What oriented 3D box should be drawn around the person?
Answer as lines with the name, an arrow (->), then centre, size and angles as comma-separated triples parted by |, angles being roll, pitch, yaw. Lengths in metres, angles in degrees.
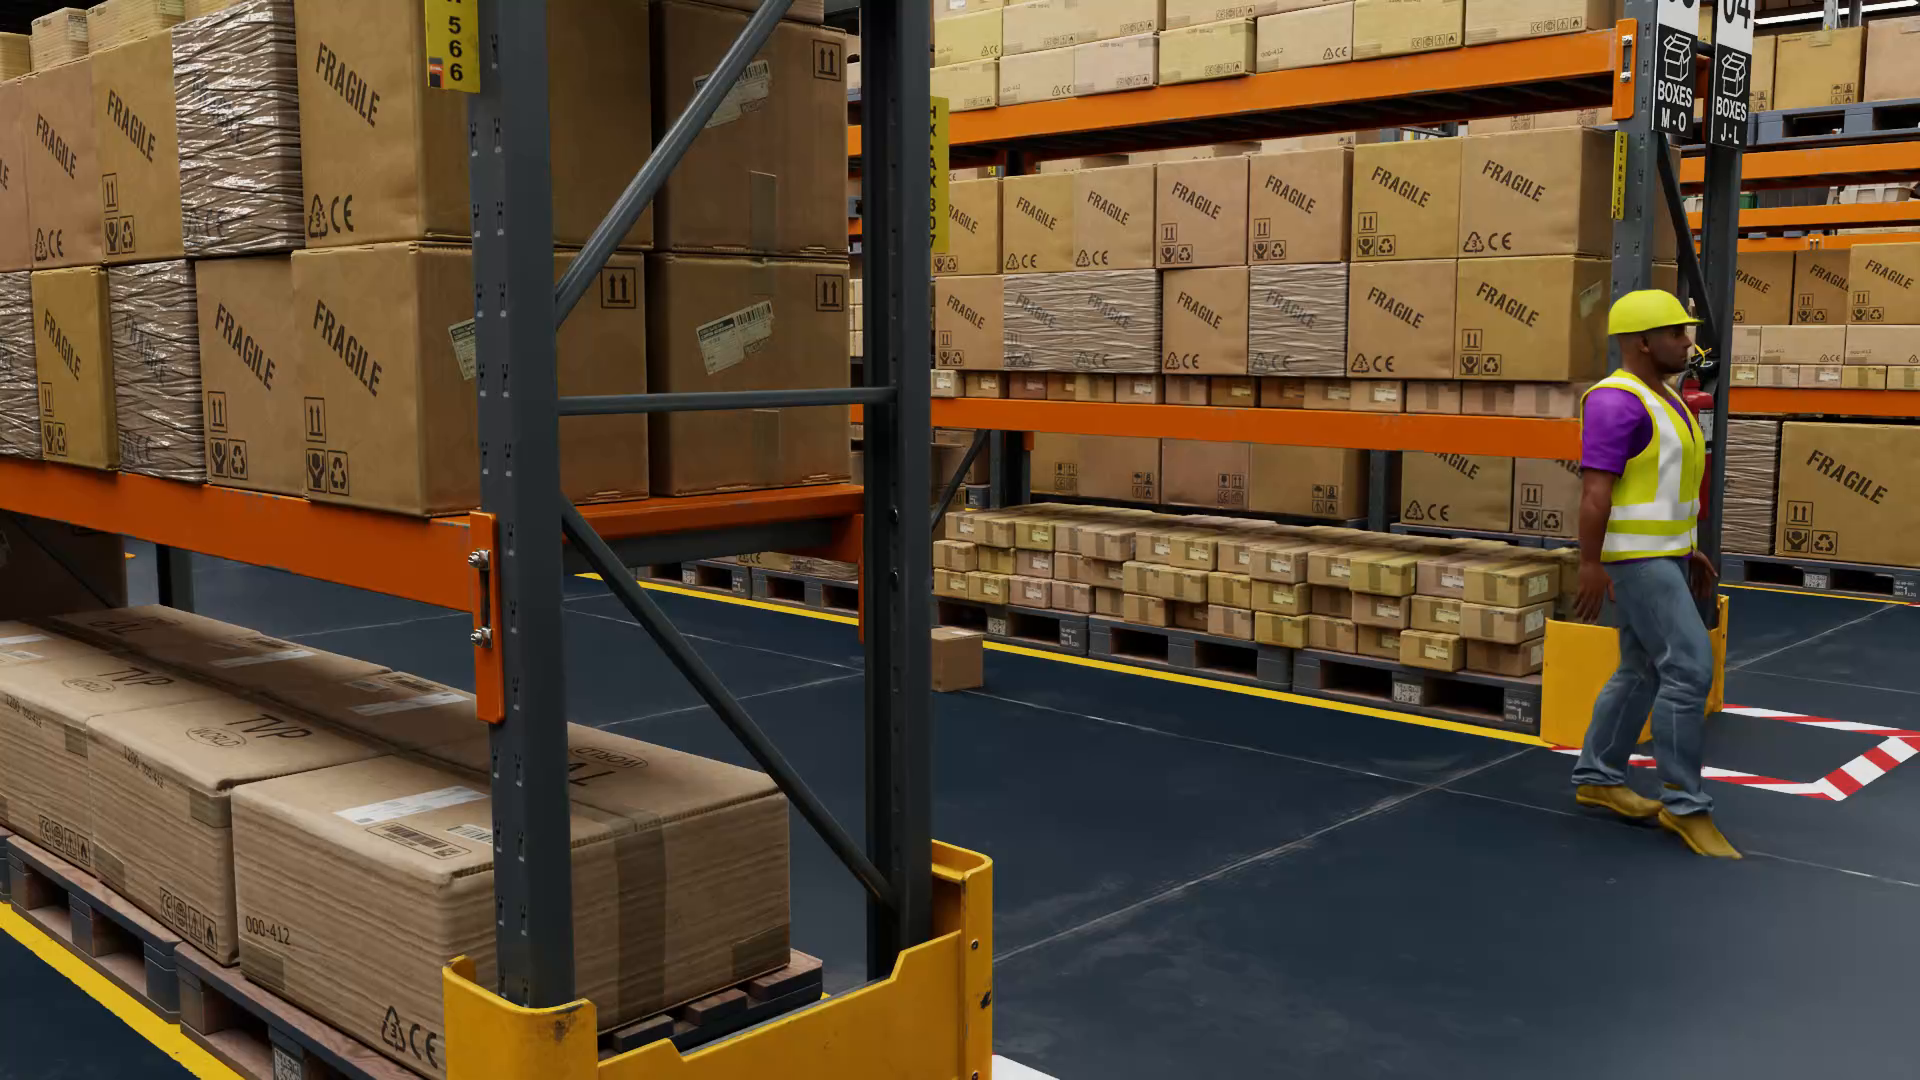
person -> 2.338, 0.099, 5.447 | 0.600, 1.823, 0.643 | 5, 9, 36
